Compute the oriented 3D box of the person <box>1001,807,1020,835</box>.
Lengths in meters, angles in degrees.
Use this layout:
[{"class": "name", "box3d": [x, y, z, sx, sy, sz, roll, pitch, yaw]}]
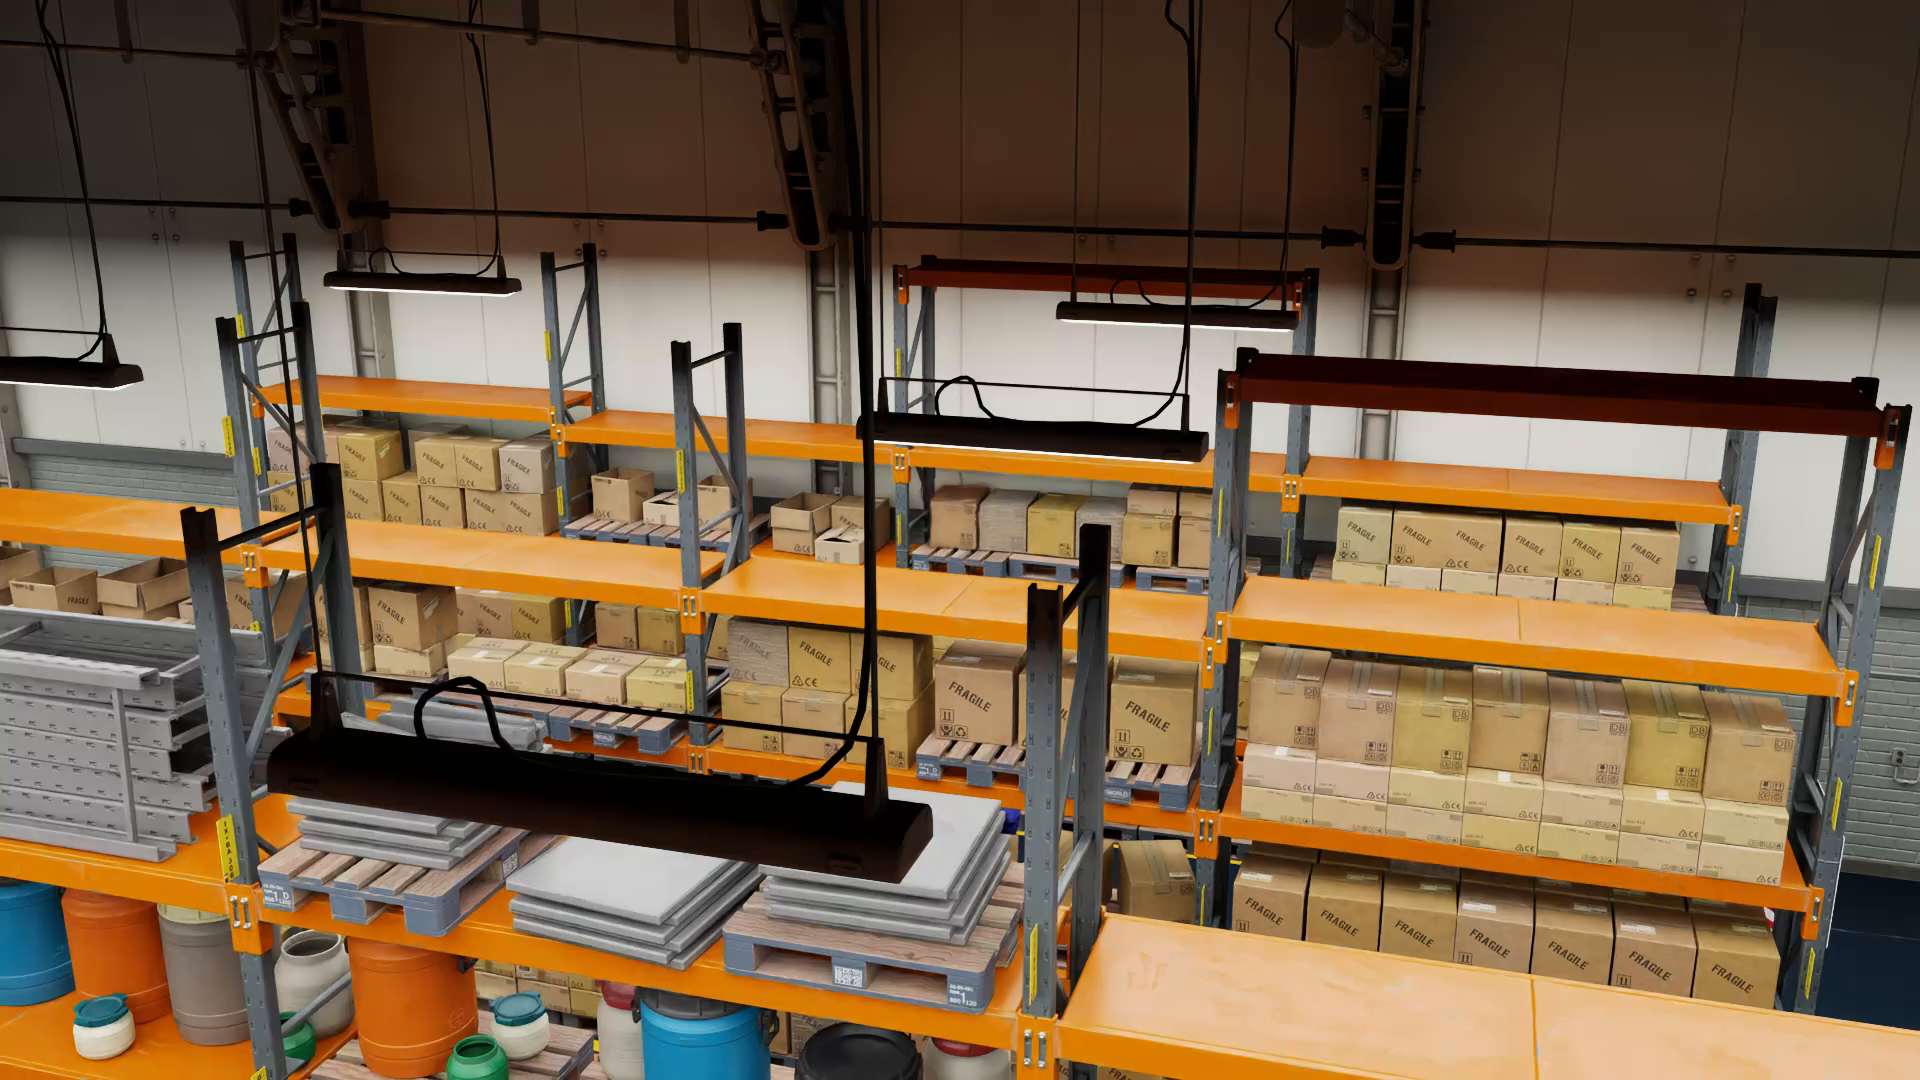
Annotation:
[{"class": "person", "box3d": [0.343, 2.925, 15.629, 0.471, 1.657, 0.498, 6, 17, 20]}]
